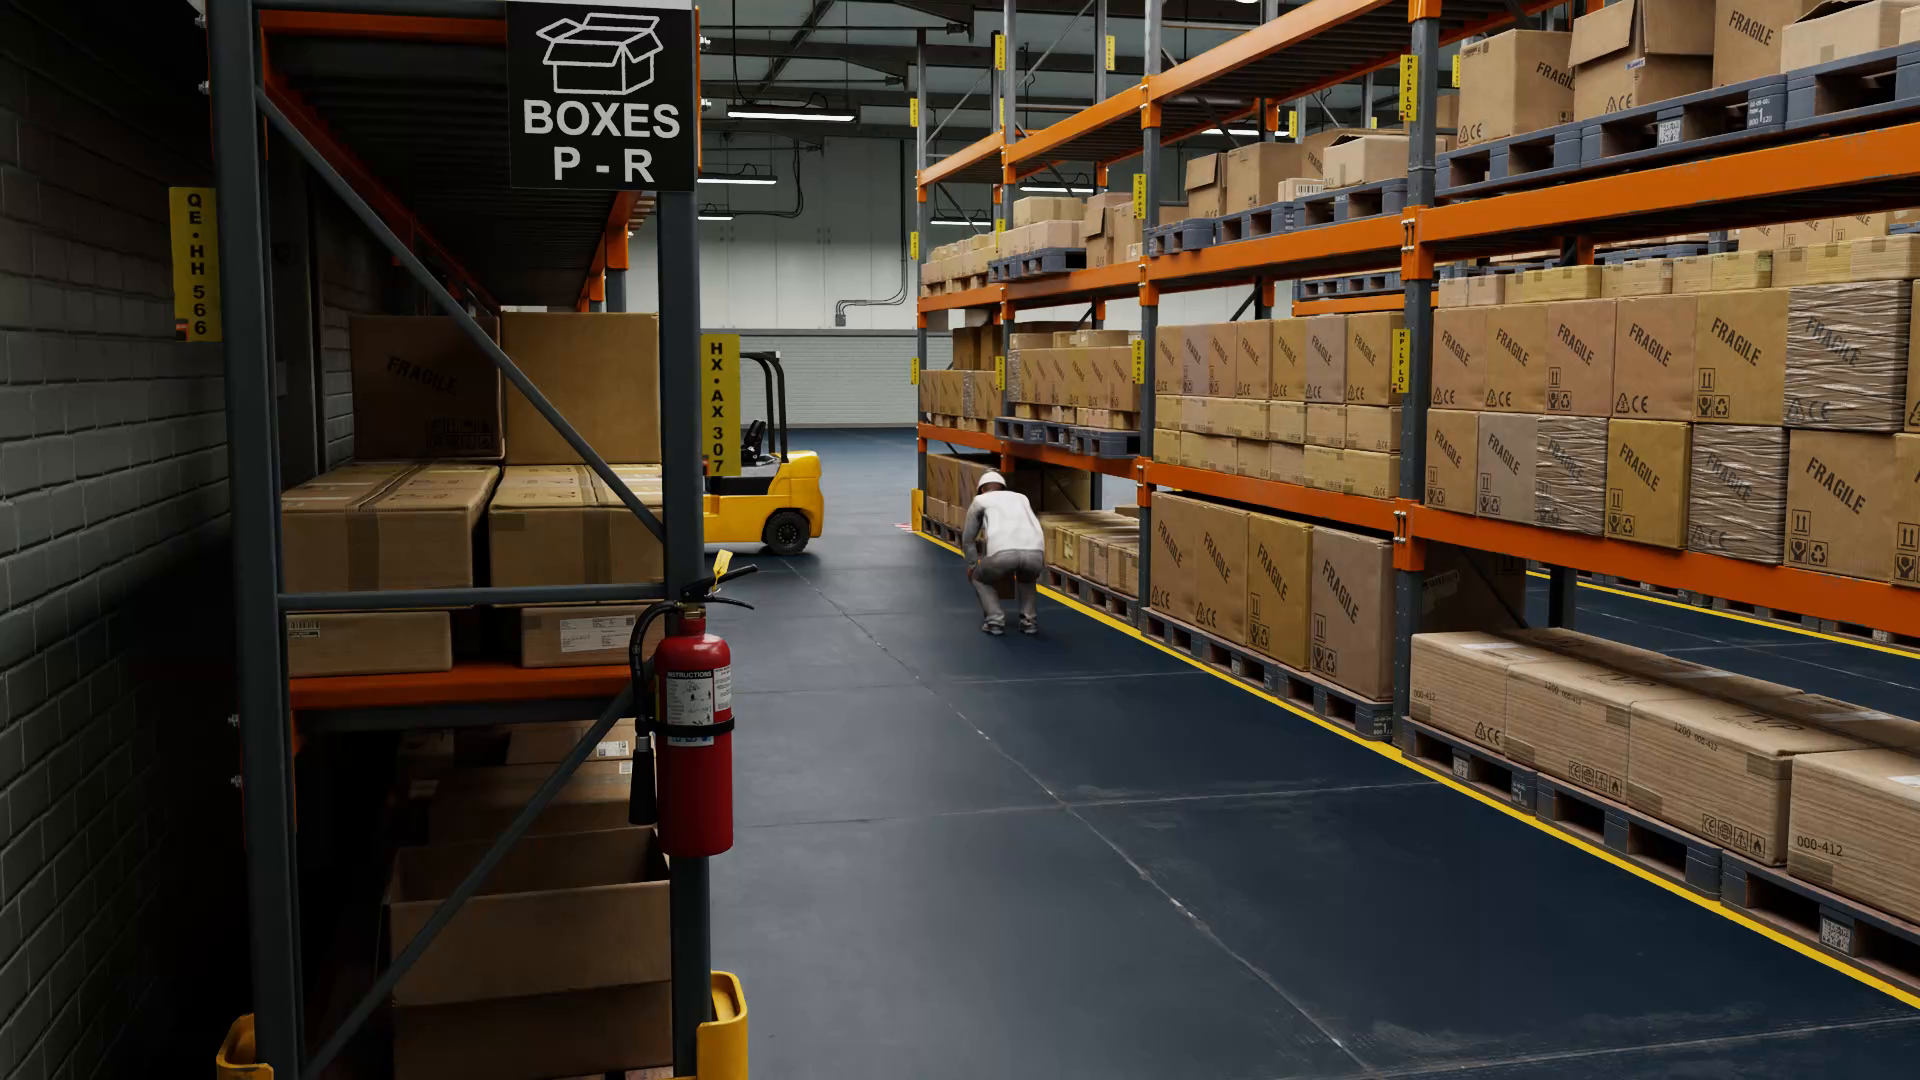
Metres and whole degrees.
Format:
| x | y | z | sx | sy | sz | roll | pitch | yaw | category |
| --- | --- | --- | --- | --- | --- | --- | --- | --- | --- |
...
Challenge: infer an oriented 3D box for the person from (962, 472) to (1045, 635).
| x | y | z | sx | sy | sz | roll | pitch | yaw | category |
| --- | --- | --- | --- | --- | --- | --- | --- | --- | --- |
| 0.322 | 0.097 | 12.649 | 0.570 | 1.196 | 0.850 | -1 | 6 | -12 | person |
